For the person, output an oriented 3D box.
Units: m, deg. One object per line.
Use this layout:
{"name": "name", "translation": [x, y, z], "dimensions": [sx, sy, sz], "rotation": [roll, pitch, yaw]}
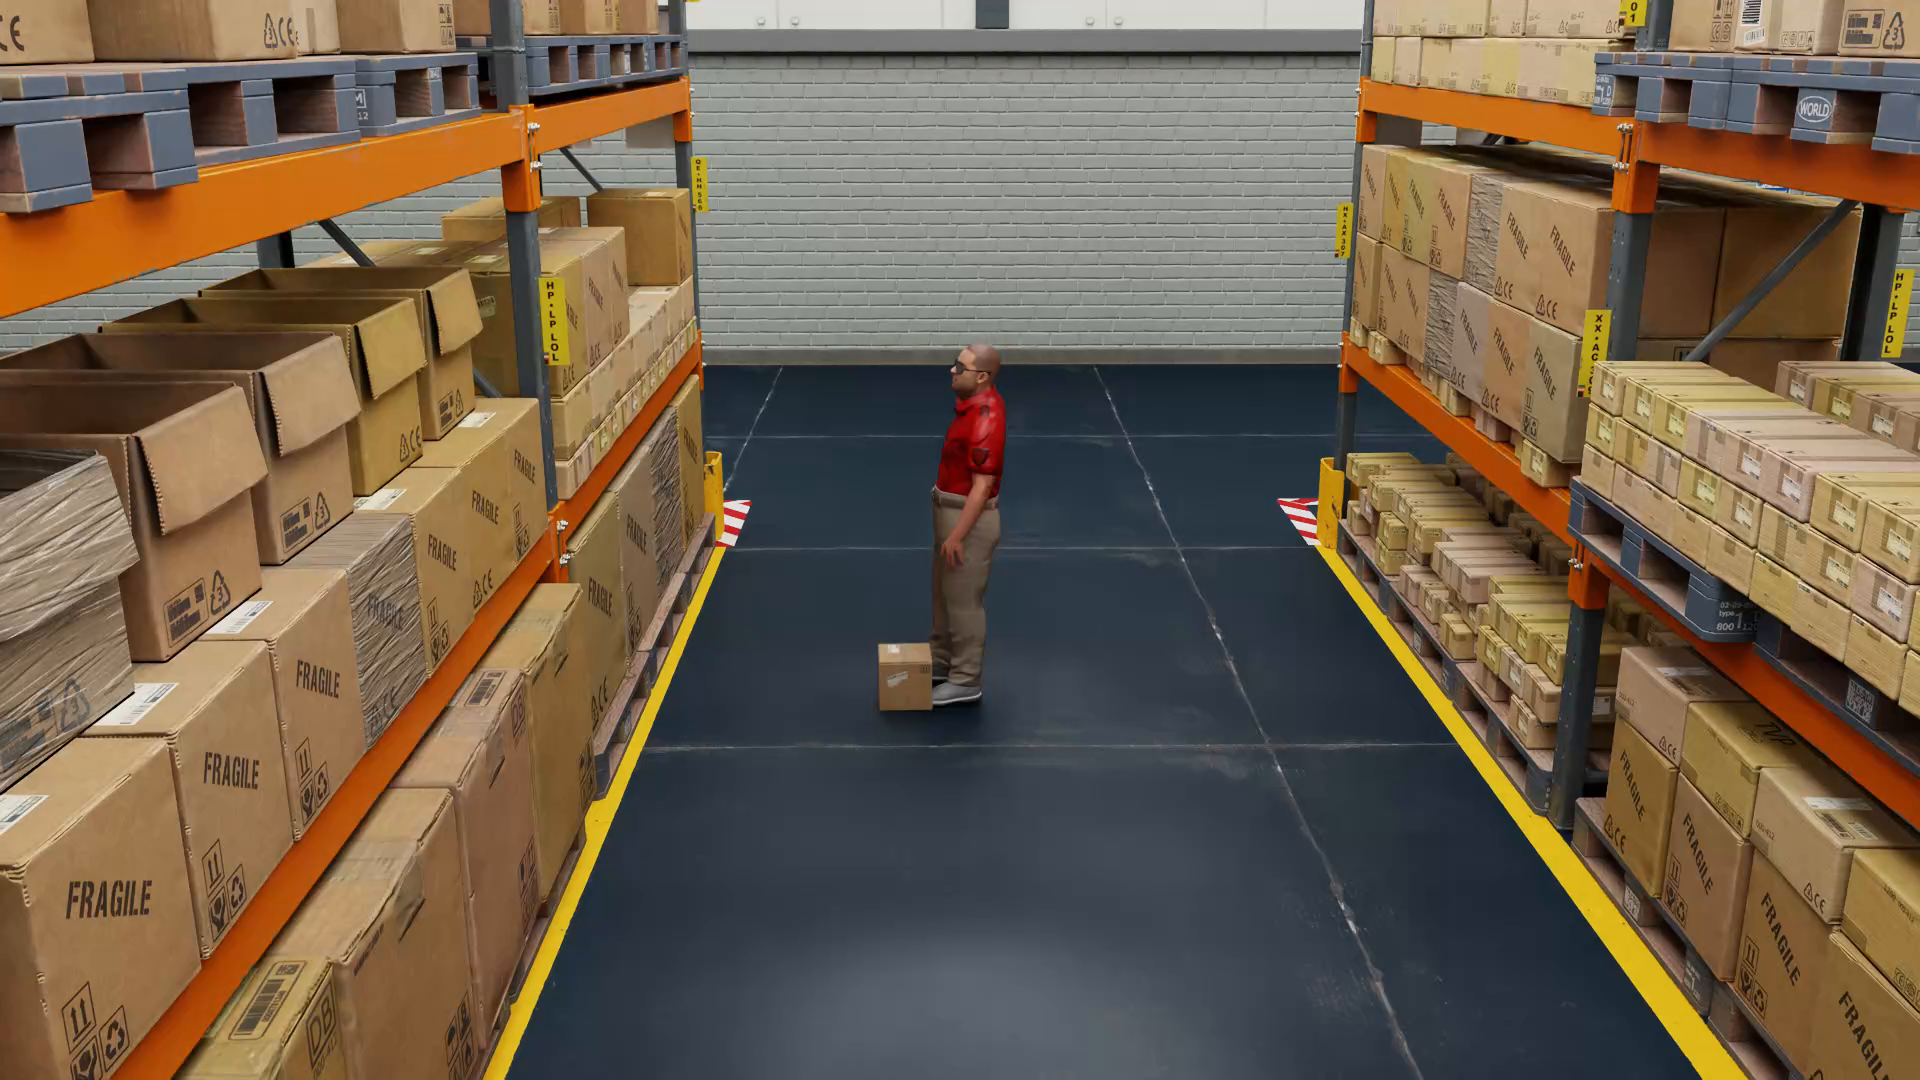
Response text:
{"name": "person", "translation": [-0.060, -0.070, 7.772], "dimensions": [0.551, 1.727, 0.635], "rotation": [0, 17, -1]}
